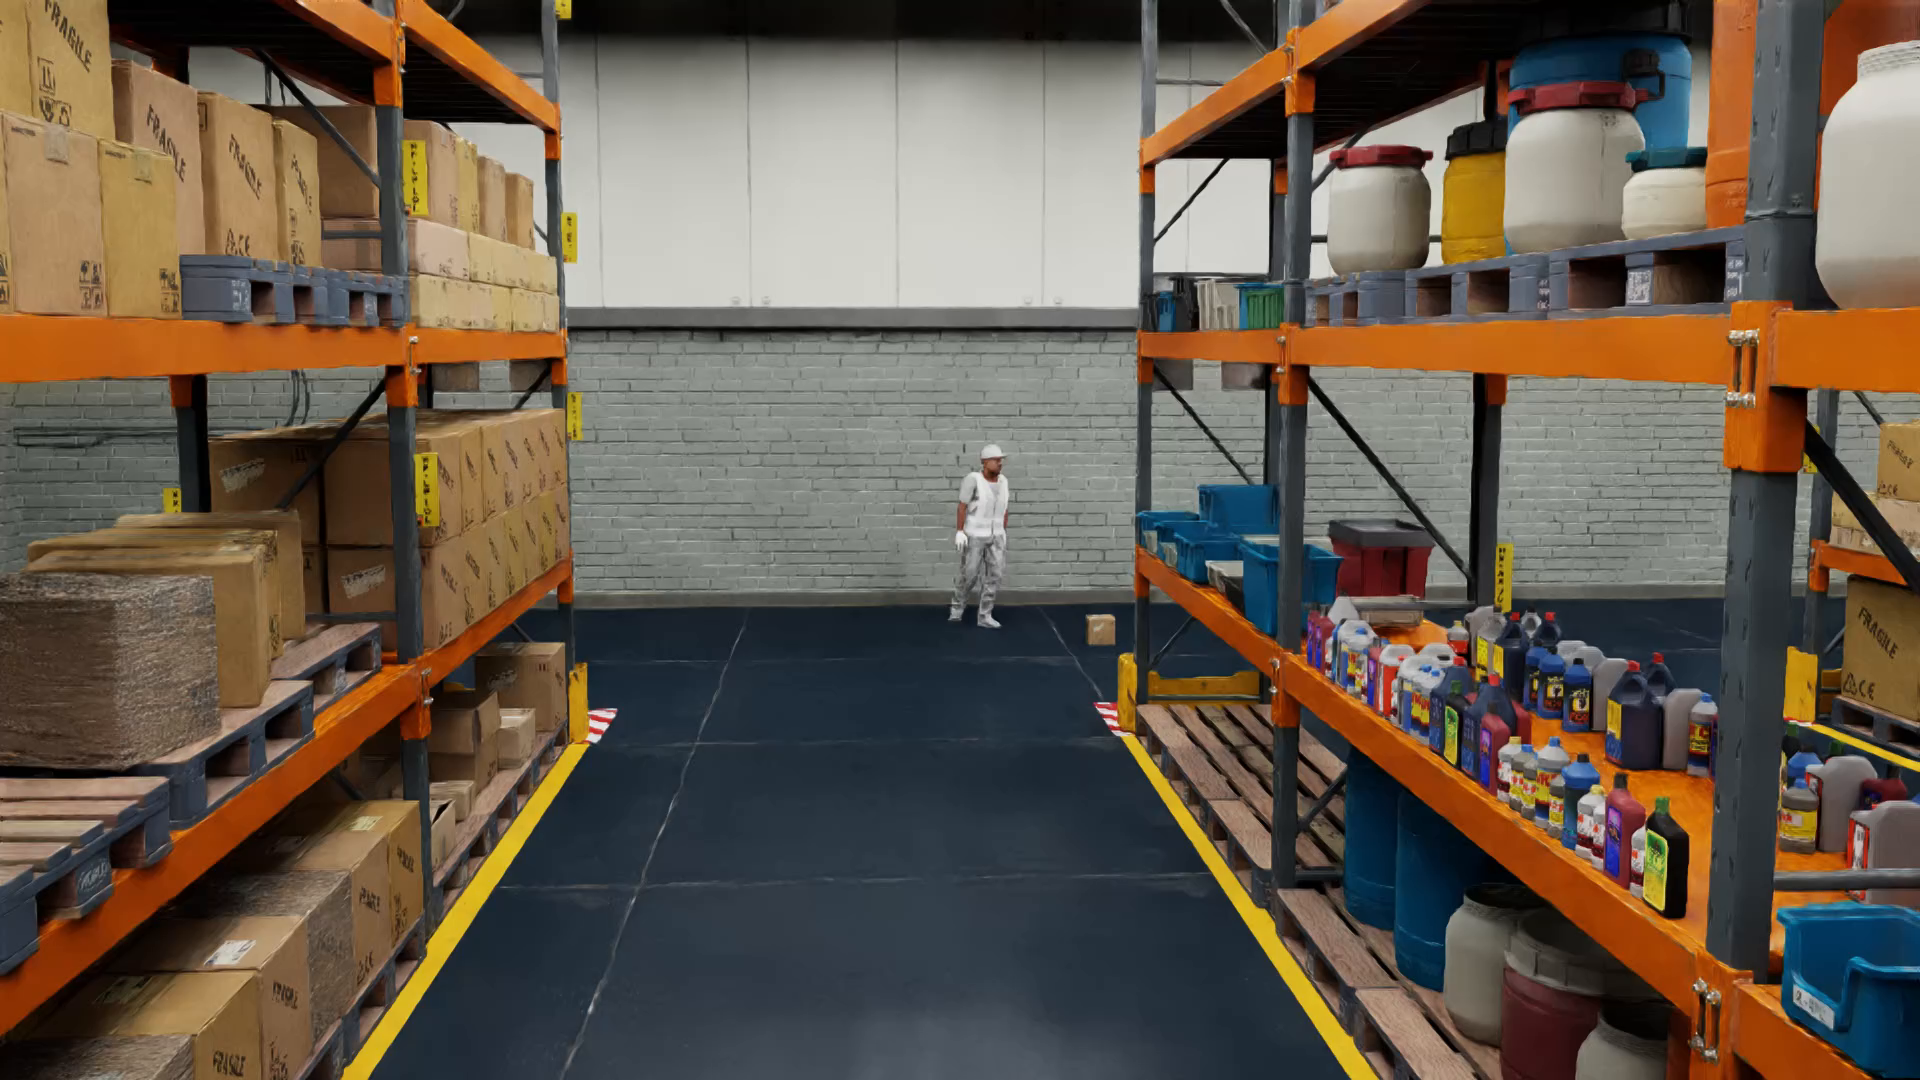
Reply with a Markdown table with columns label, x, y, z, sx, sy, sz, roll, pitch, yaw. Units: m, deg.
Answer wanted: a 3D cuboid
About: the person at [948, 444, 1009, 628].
| label | x | y | z | sx | sy | sz | roll | pitch | yaw |
| --- | --- | --- | --- | --- | --- | --- | --- | --- | --- |
| person | 0.185 | -0.045 | 16.045 | 0.623 | 1.765 | 0.573 | -4 | 8 | -32 |
